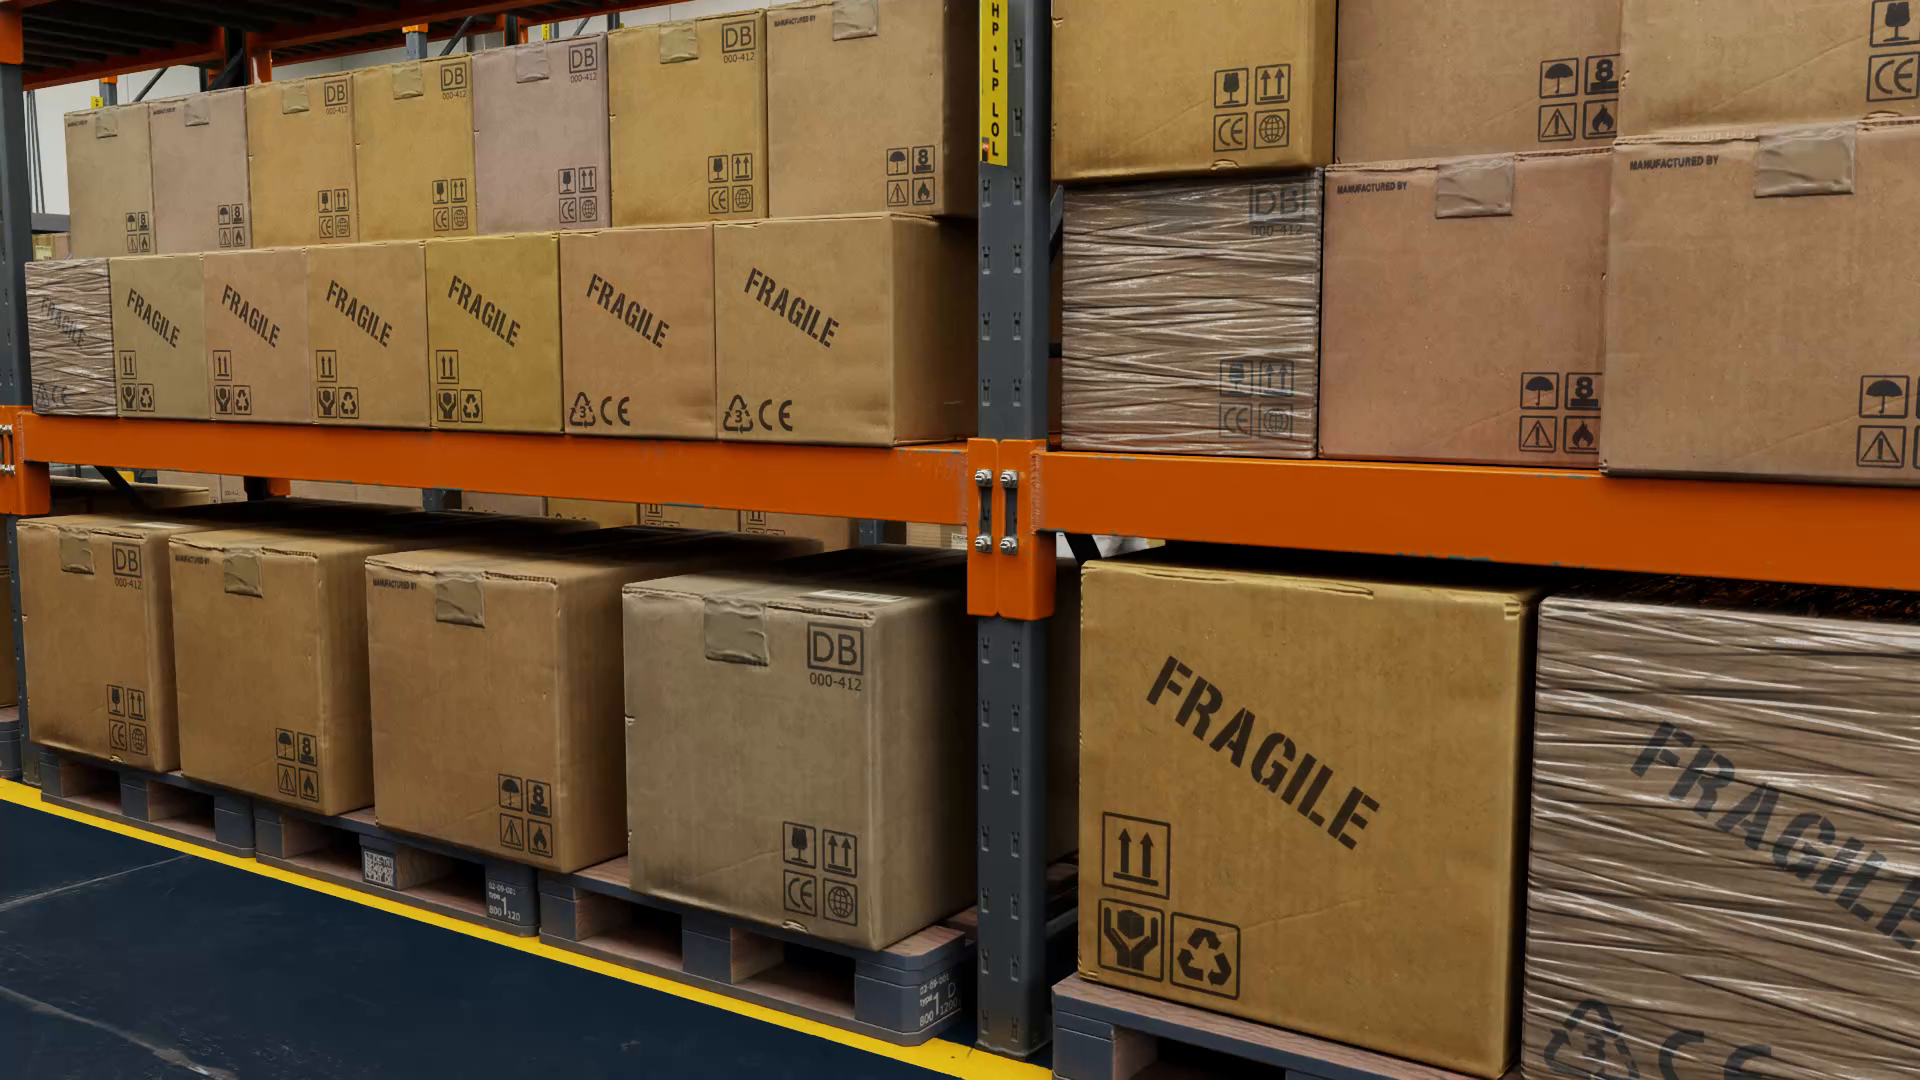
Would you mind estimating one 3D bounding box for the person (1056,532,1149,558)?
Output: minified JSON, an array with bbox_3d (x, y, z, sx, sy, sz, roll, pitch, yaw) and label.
[{"bbox_3d":[0.579,0.172,7.493,0.488,0.998,0.782,4,8,33],"label":"person"}]
